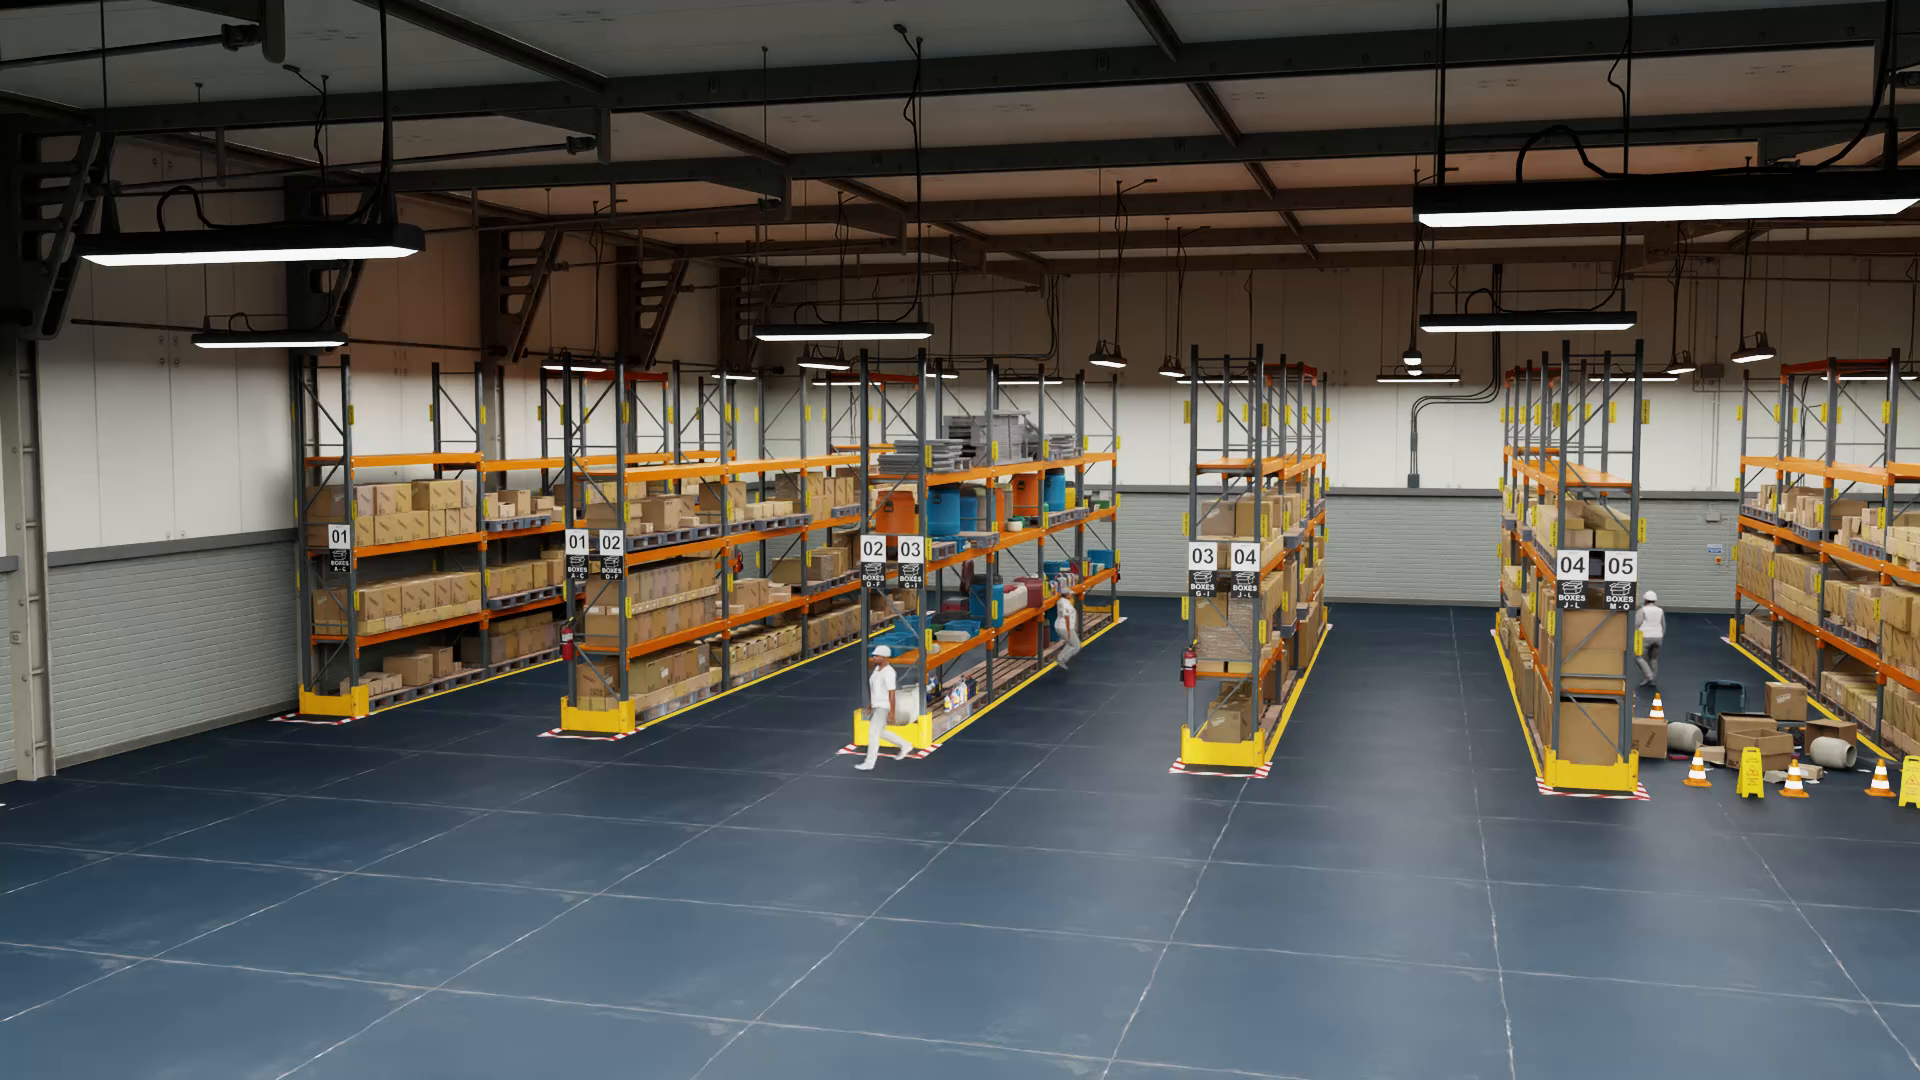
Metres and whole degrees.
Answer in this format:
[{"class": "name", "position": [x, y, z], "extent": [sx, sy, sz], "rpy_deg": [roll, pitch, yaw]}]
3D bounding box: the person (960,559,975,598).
[{"class": "person", "position": [0.204, 1.084, 40.611], "extent": [0.533, 1.833, 0.649], "rpy_deg": [-1, 4, -7]}]

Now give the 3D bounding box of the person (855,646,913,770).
[{"class": "person", "position": [-1.094, 2.362, 23.627], "extent": [0.934, 1.740, 0.631], "rpy_deg": [-2, 5, -20]}]

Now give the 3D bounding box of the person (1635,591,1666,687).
[{"class": "person", "position": [12.785, 1.830, 30.766], "extent": [0.600, 1.751, 0.634], "rpy_deg": [-1, 4, -8]}]

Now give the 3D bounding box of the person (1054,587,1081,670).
[{"class": "person", "position": [2.029, 1.669, 31.624], "extent": [0.540, 1.568, 0.527], "rpy_deg": [-1, 4, -15]}]
